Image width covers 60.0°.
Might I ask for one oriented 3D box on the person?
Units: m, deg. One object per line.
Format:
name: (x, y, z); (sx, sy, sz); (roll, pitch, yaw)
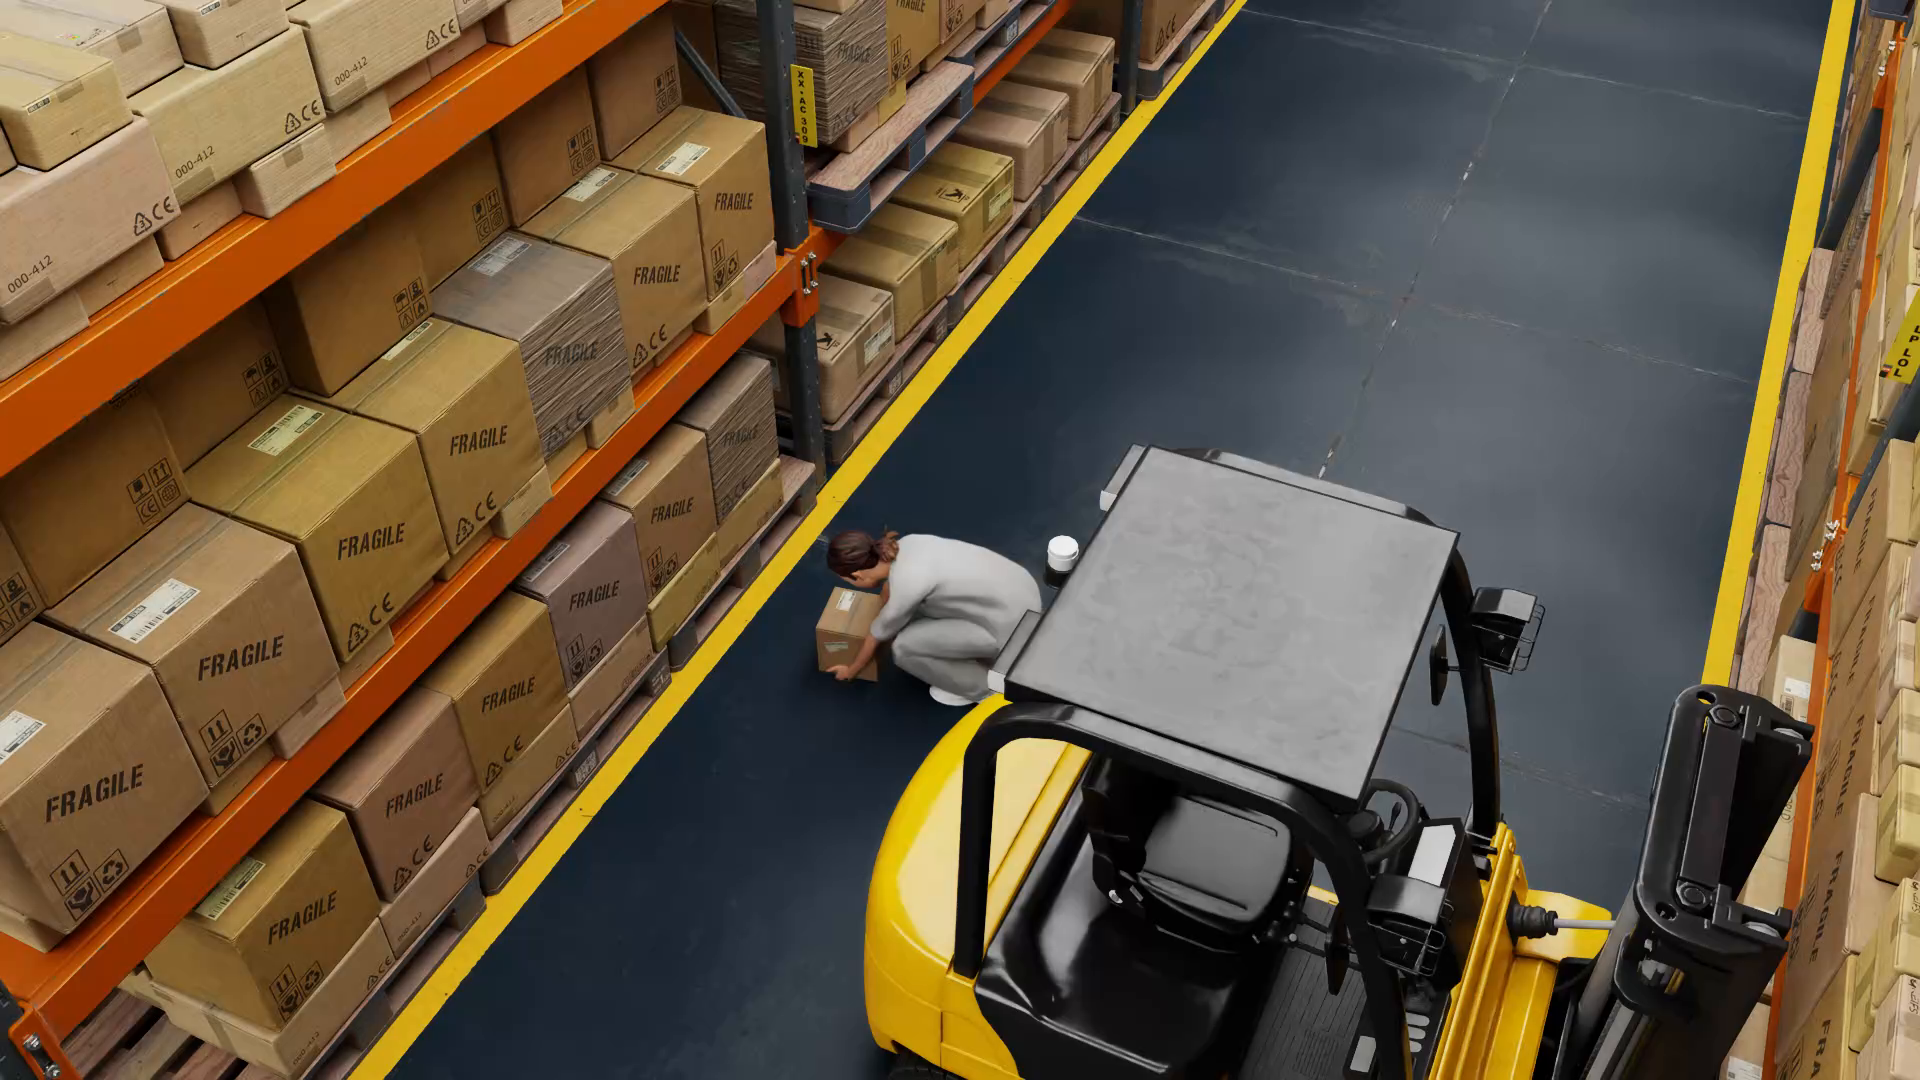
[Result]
person: (-0.107, 0.300, 6.593); (0.849, 0.797, 0.469); (9, 43, 9)
